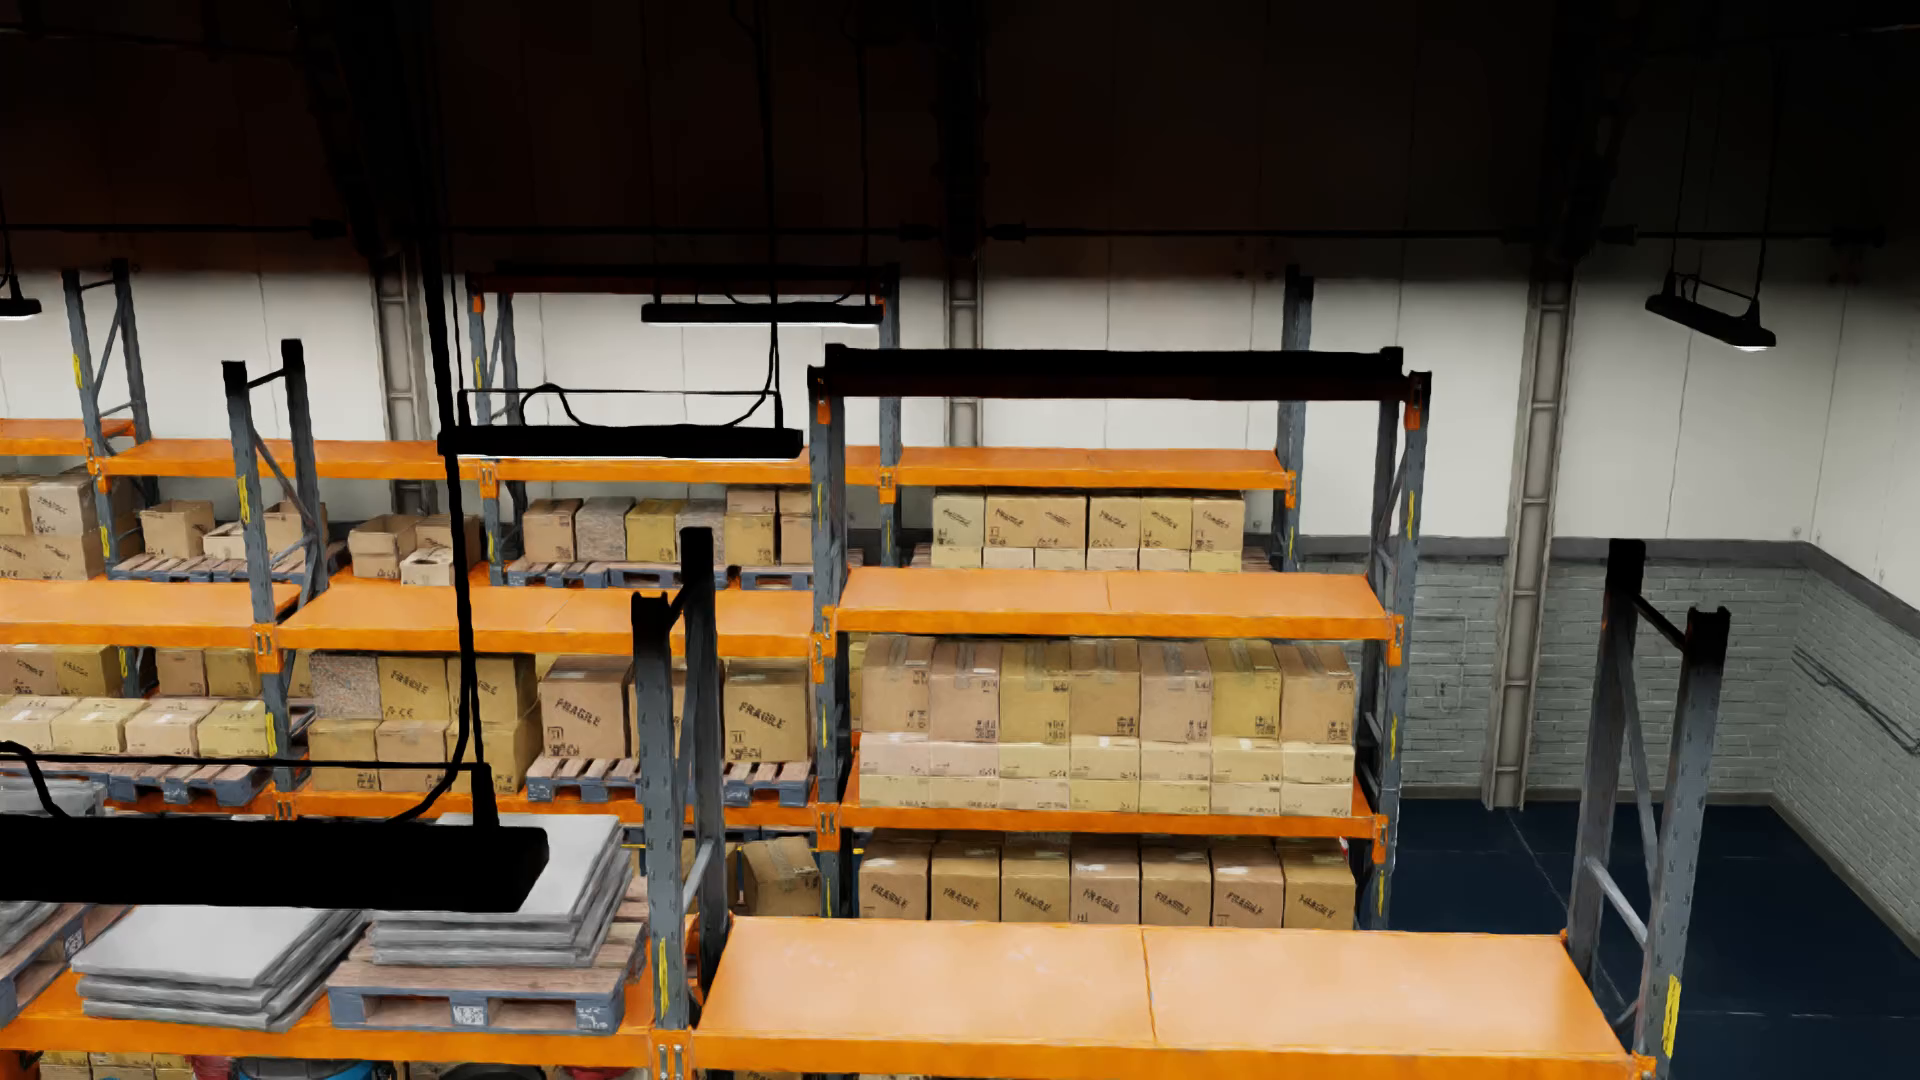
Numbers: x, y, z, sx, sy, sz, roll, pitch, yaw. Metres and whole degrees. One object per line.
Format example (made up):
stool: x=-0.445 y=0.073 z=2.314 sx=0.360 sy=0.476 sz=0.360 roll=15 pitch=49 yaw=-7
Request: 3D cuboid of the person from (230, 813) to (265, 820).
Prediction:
person: x=-6.091 y=3.138 z=14.758 sx=0.578 sy=1.714 sz=0.719 roll=0 pitch=16 yaw=1
